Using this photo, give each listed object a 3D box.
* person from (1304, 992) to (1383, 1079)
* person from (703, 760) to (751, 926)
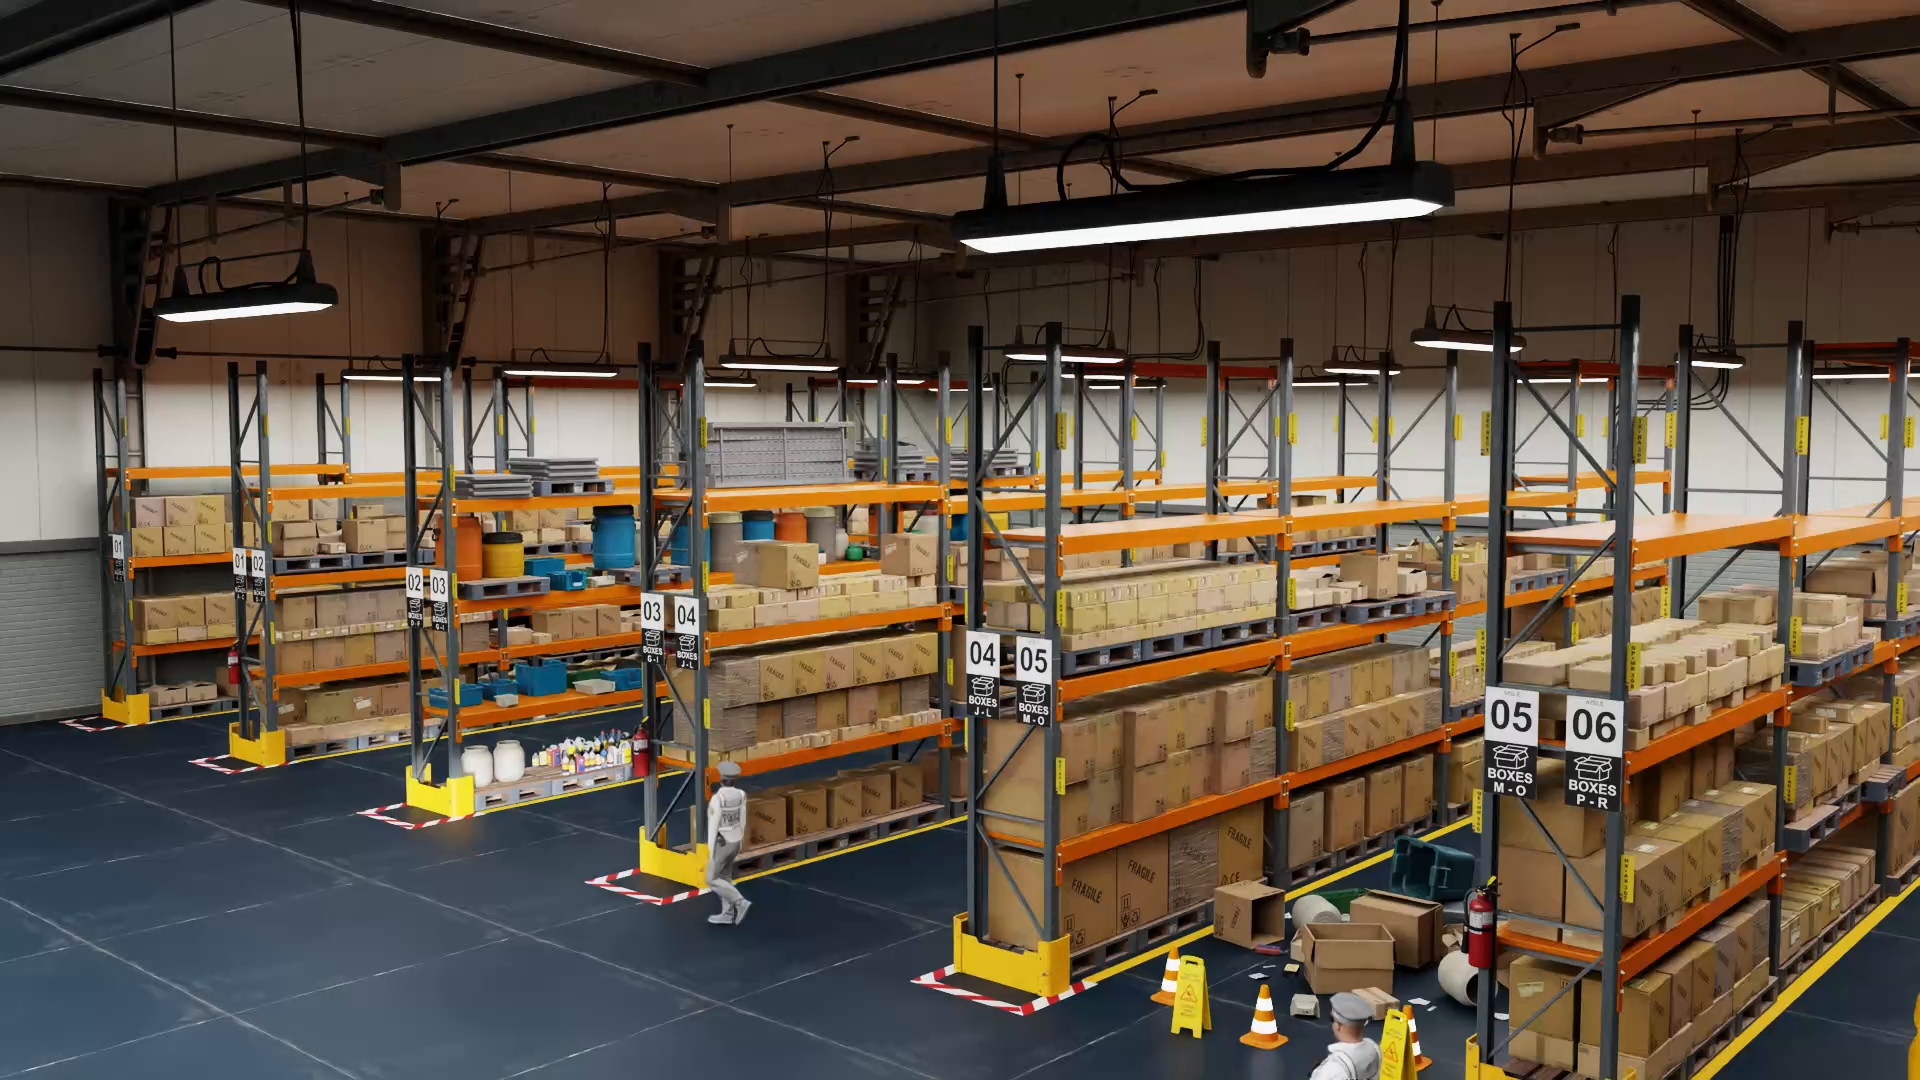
[{"bbox_3d":[2.217,3.585,9.882,0.515,1.807,0.566,2,5,24],"label":"person"},{"bbox_3d":[-2.346,3.079,16.805,0.486,1.669,0.465,0,4,3],"label":"person"}]
